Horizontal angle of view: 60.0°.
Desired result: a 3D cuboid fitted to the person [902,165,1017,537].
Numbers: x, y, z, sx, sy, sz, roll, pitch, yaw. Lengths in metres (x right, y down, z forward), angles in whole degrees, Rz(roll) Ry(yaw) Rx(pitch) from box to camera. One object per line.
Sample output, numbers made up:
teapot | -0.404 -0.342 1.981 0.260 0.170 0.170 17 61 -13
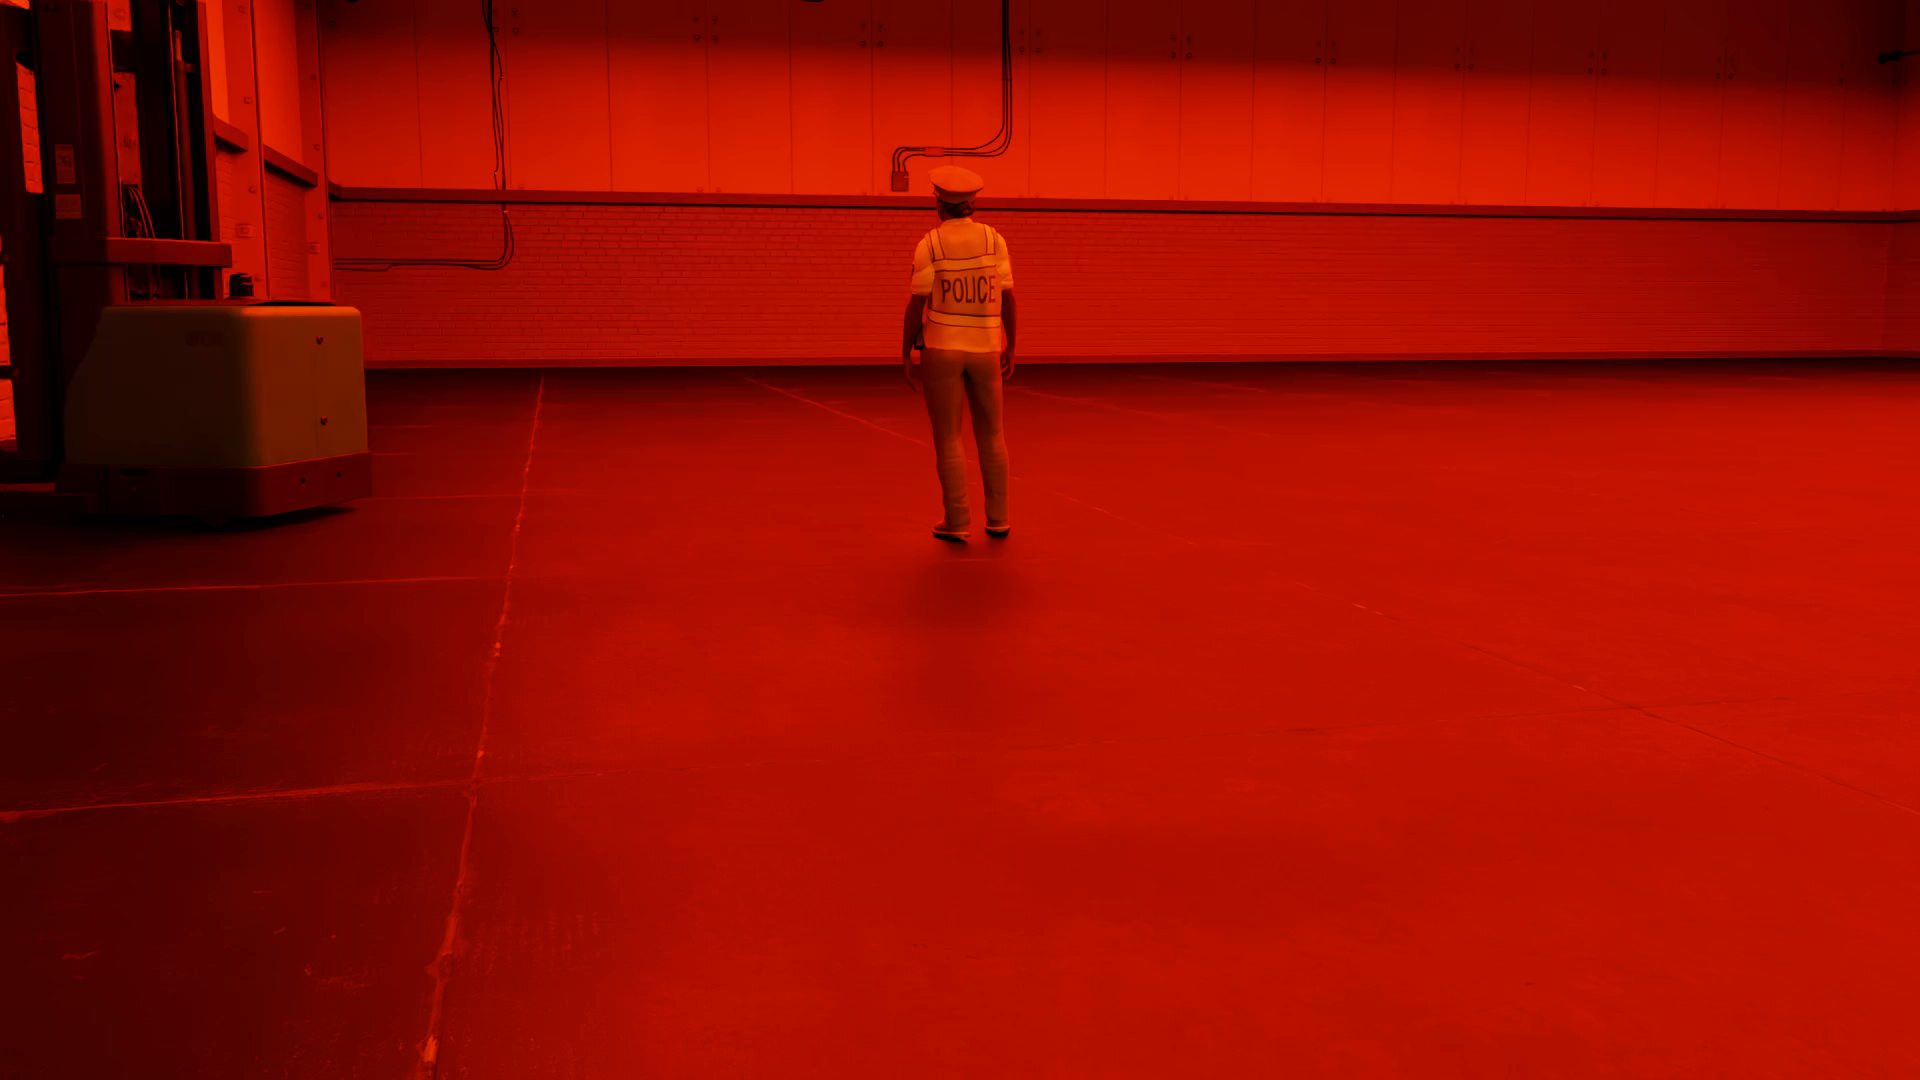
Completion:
person | 0.002 -0.857 7.666 0.569 1.695 0.528 -2 8 -13

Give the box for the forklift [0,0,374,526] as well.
forklift | -4.702 -1.603 8.585 3.031 2.935 1.130 2 8 13
